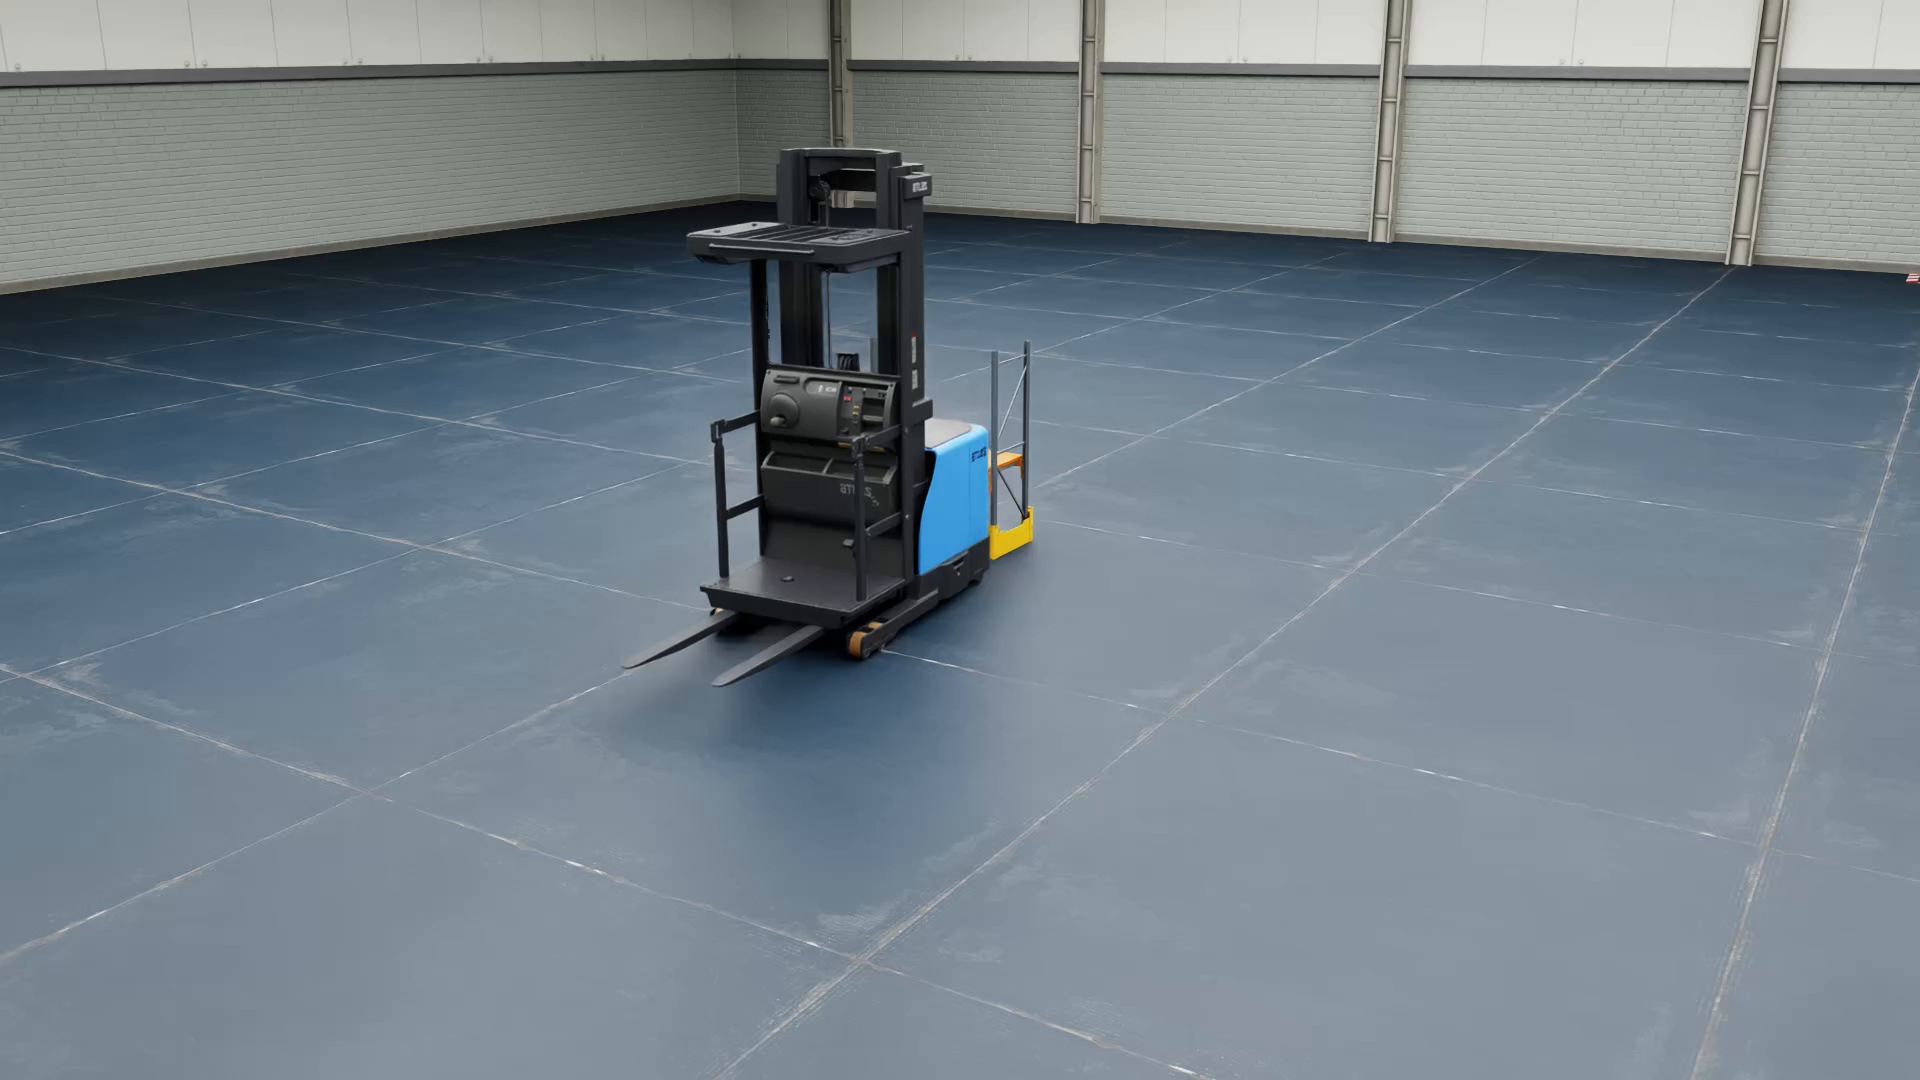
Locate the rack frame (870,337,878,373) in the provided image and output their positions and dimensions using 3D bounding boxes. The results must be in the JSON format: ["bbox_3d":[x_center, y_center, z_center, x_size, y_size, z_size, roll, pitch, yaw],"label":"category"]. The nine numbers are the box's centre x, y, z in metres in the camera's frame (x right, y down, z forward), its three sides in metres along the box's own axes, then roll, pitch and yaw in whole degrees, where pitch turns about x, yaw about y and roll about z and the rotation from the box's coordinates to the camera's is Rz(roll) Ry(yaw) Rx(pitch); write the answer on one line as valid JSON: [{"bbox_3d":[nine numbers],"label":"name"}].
[{"bbox_3d":[-0.506,-0.808,12.461,0.032,1.500,0.500,10,20,30],"label":"rack frame"}]

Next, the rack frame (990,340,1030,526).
[{"bbox_3d":[0.360,-0.653,11.951,0.032,1.500,0.500,10,20,30],"label":"rack frame"}]

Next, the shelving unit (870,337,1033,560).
[{"bbox_3d":[-0.065,-0.729,12.201,1.083,1.500,0.587,10,20,30],"label":"shelving unit"}]

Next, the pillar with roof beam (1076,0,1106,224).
[{"bbox_3d":[0.309,-9.592,28.477,0.400,9.000,9.100,10,20,30],"label":"pillar with roof beam"}]

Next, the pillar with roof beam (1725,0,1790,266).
[{"bbox_3d":[10.534,-7.767,22.468,0.400,9.000,9.100,10,20,30],"label":"pillar with roof beam"}]

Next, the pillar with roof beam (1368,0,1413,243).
[{"bbox_3d":[5.422,-8.679,25.472,0.400,9.000,9.100,10,20,30],"label":"pillar with roof beam"}]

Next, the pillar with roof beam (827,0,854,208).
[{"bbox_3d":[-4.804,-10.505,31.481,0.400,9.000,9.100,10,20,30],"label":"pillar with roof beam"}]

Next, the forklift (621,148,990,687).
[{"bbox_3d":[-0.912,-0.832,10.077,1.130,2.935,3.031,8,19,26],"label":"forklift"}]

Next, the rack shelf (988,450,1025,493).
[{"bbox_3d":[-0.073,-0.558,12.258,1.000,0.185,0.538,10,20,30],"label":"rack shelf"}]

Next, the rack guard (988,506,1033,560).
[{"bbox_3d":[0.359,-0.055,12.134,0.087,0.250,0.587,10,20,30],"label":"rack guard"}]
